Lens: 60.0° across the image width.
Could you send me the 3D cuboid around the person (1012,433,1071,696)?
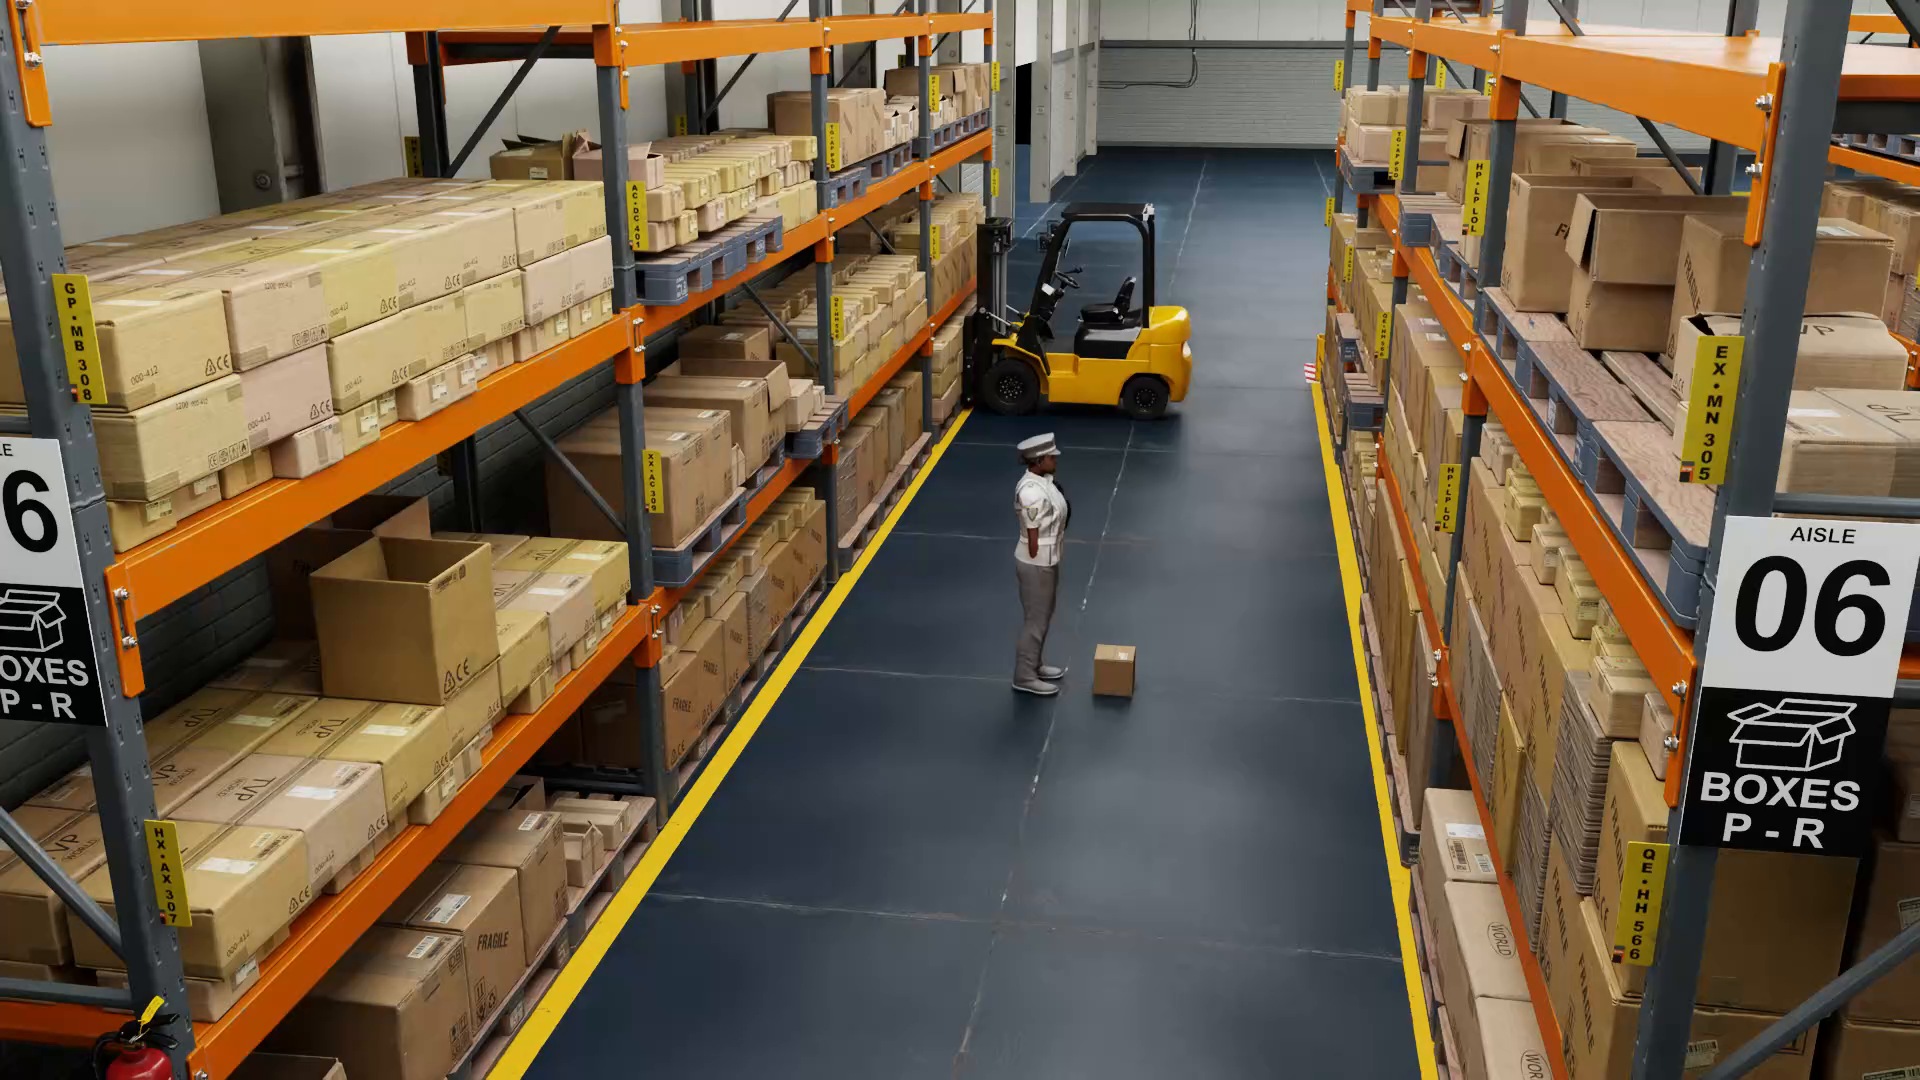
[{"bbox_3d":[0.519,0.138,10.603,0.338,1.683,0.435,4,18,11],"label":"person"}]
